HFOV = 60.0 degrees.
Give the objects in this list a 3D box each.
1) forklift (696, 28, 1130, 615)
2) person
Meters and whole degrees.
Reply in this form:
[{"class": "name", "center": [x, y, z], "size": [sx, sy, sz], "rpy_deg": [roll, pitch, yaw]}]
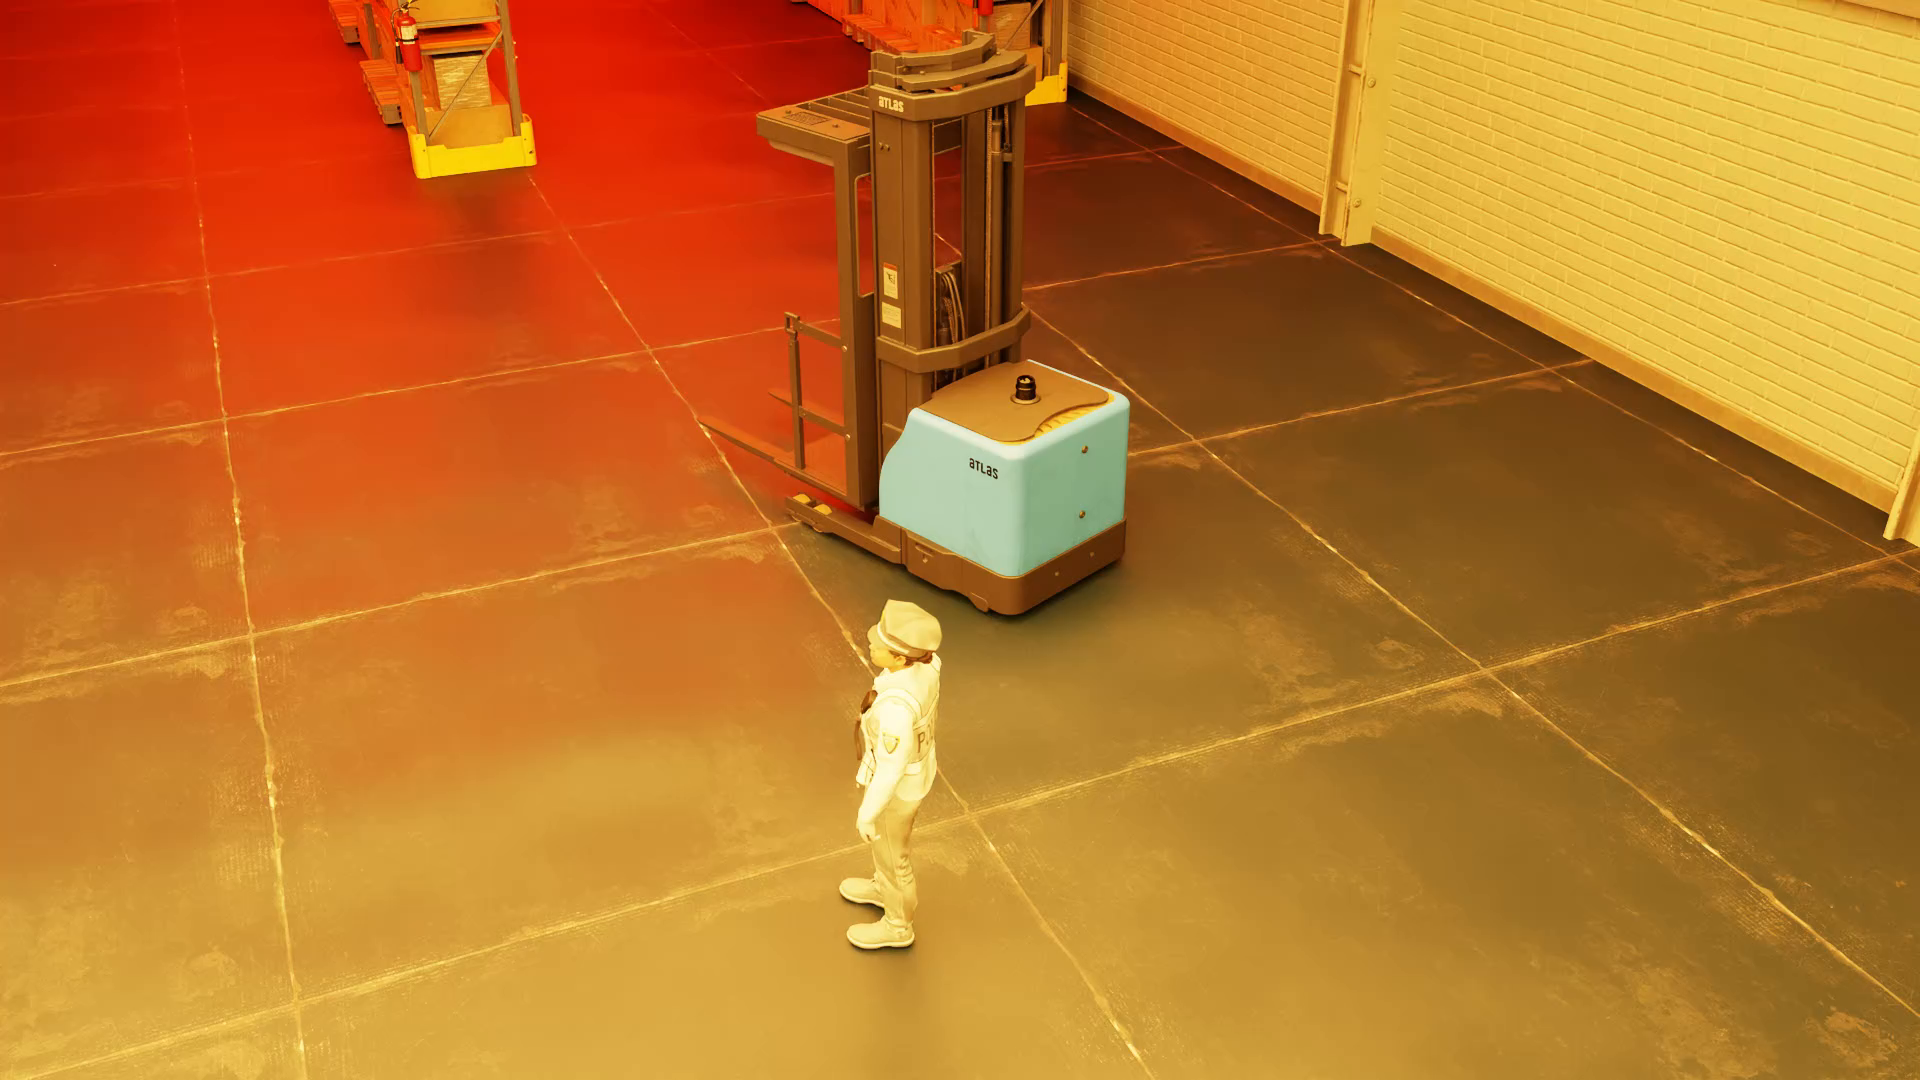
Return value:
[{"class": "forklift", "center": [-0.436, -1.483, 9.714], "size": [3.031, 2.935, 1.130], "rpy_deg": [26, 39, 37]}, {"class": "person", "center": [-0.323, 0.958, 6.676], "size": [0.535, 1.697, 0.587], "rpy_deg": [7, 30, 12]}]
